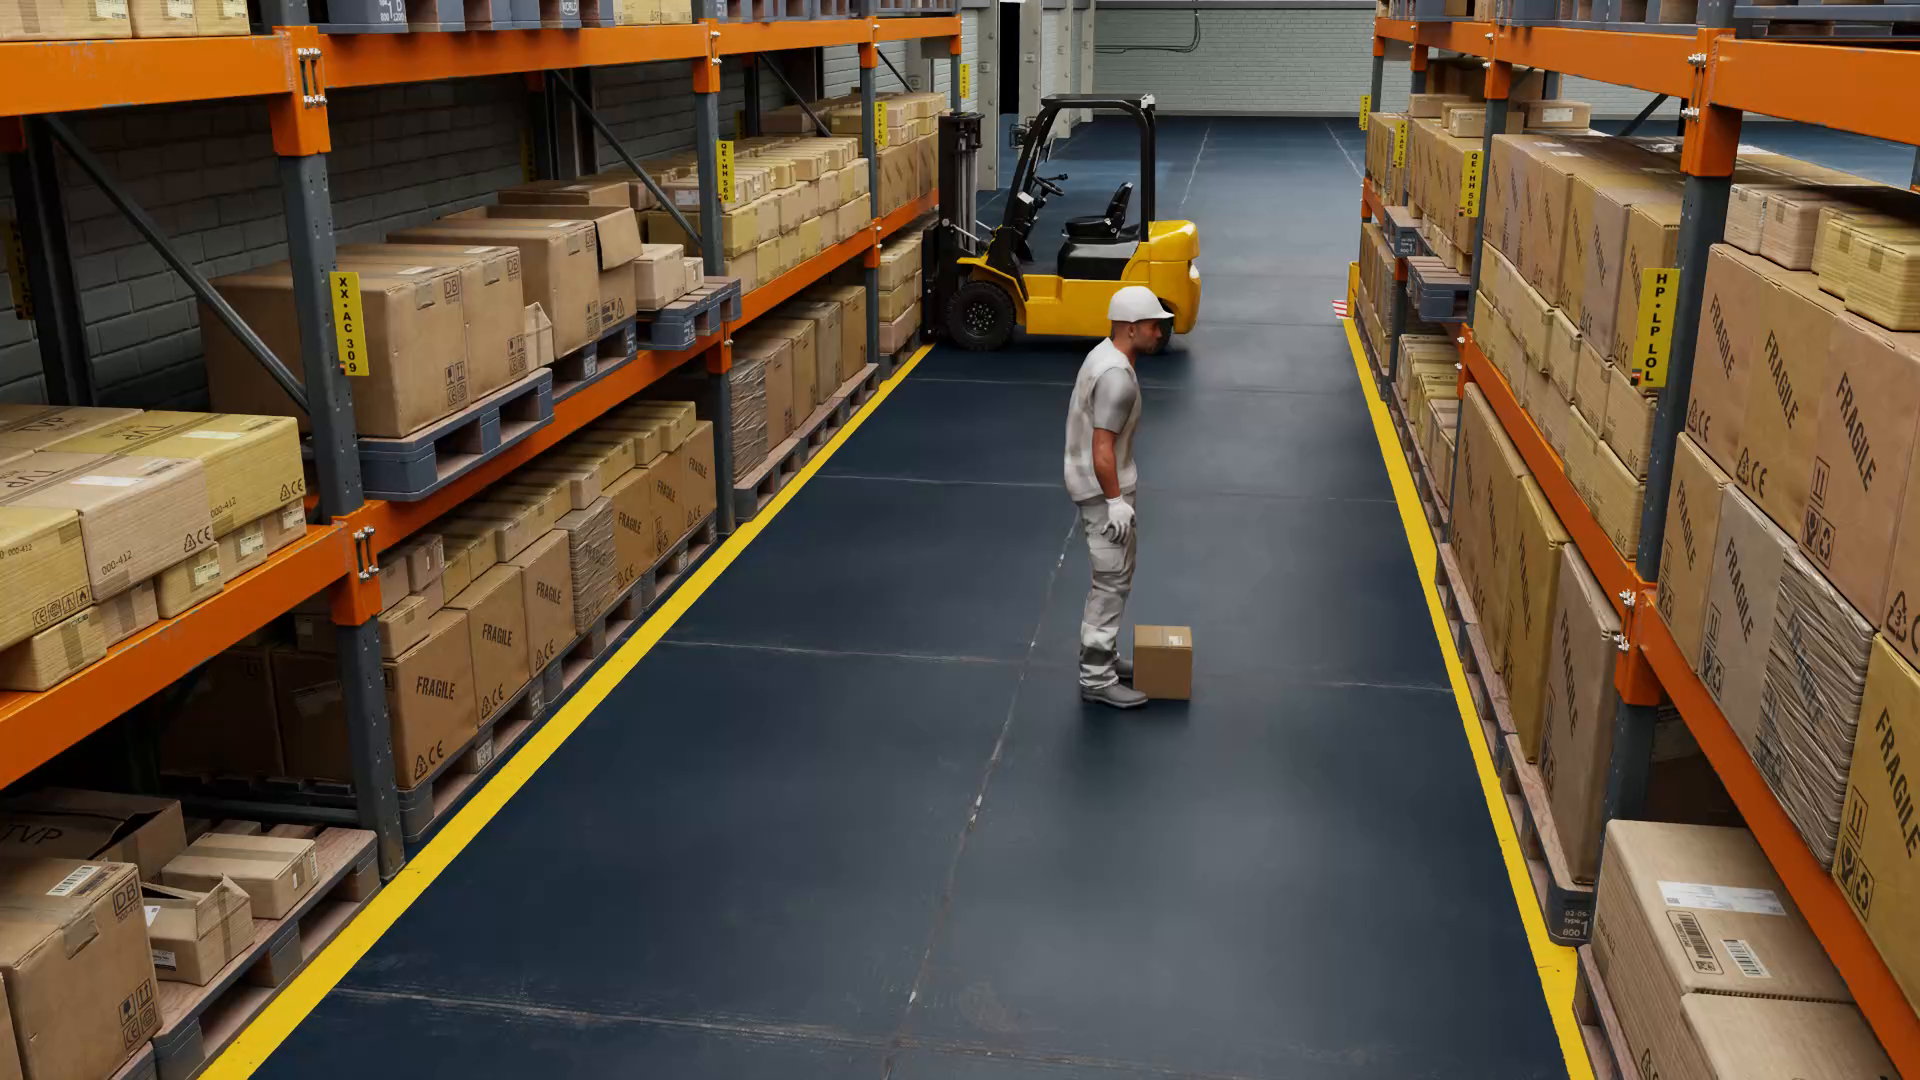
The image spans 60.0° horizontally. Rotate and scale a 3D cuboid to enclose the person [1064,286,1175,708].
[{"bbox_3d":[0.669,-0.201,7.159,0.452,1.778,0.613,2,18,5],"label":"person"}]
